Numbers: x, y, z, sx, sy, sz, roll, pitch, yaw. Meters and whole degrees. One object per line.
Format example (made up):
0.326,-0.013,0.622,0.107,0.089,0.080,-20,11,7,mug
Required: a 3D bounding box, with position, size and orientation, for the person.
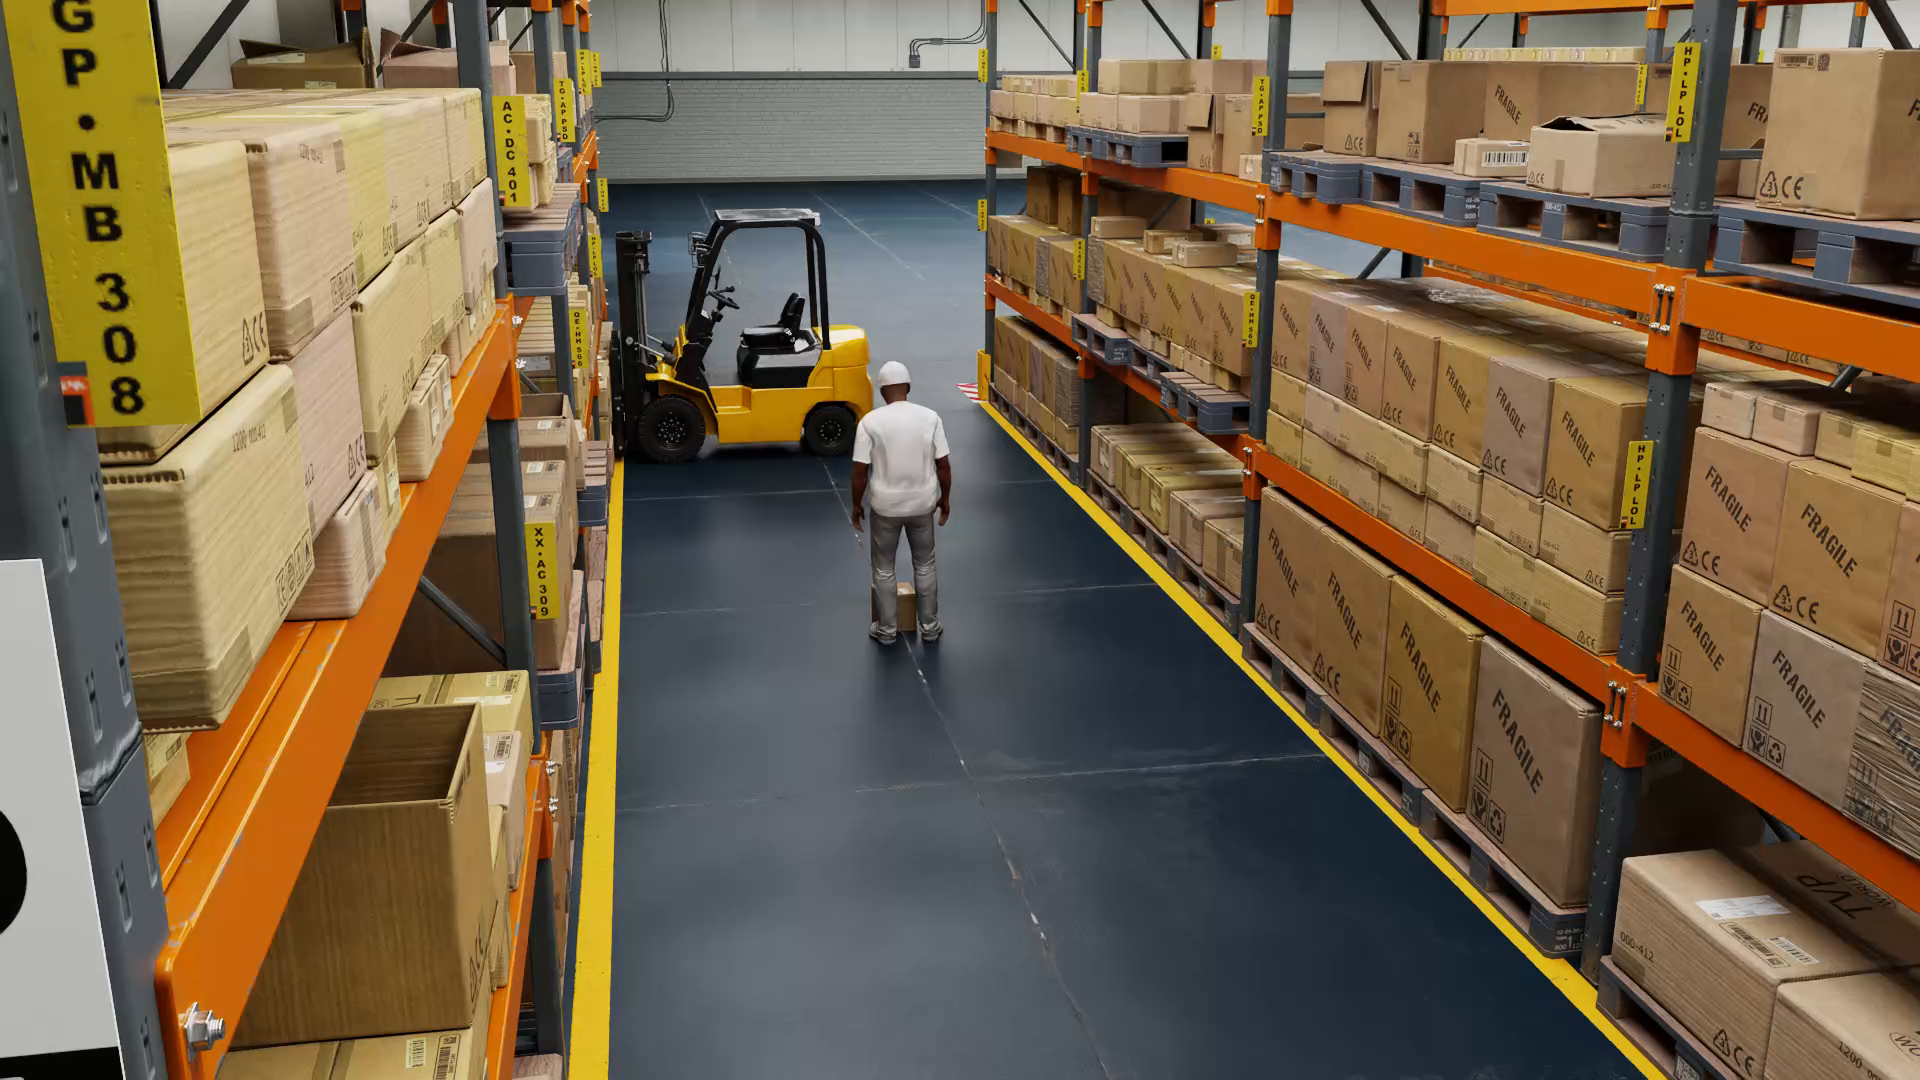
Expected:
-0.365,-0.226,10.278,0.628,1.761,0.457,-4,17,-13,person
